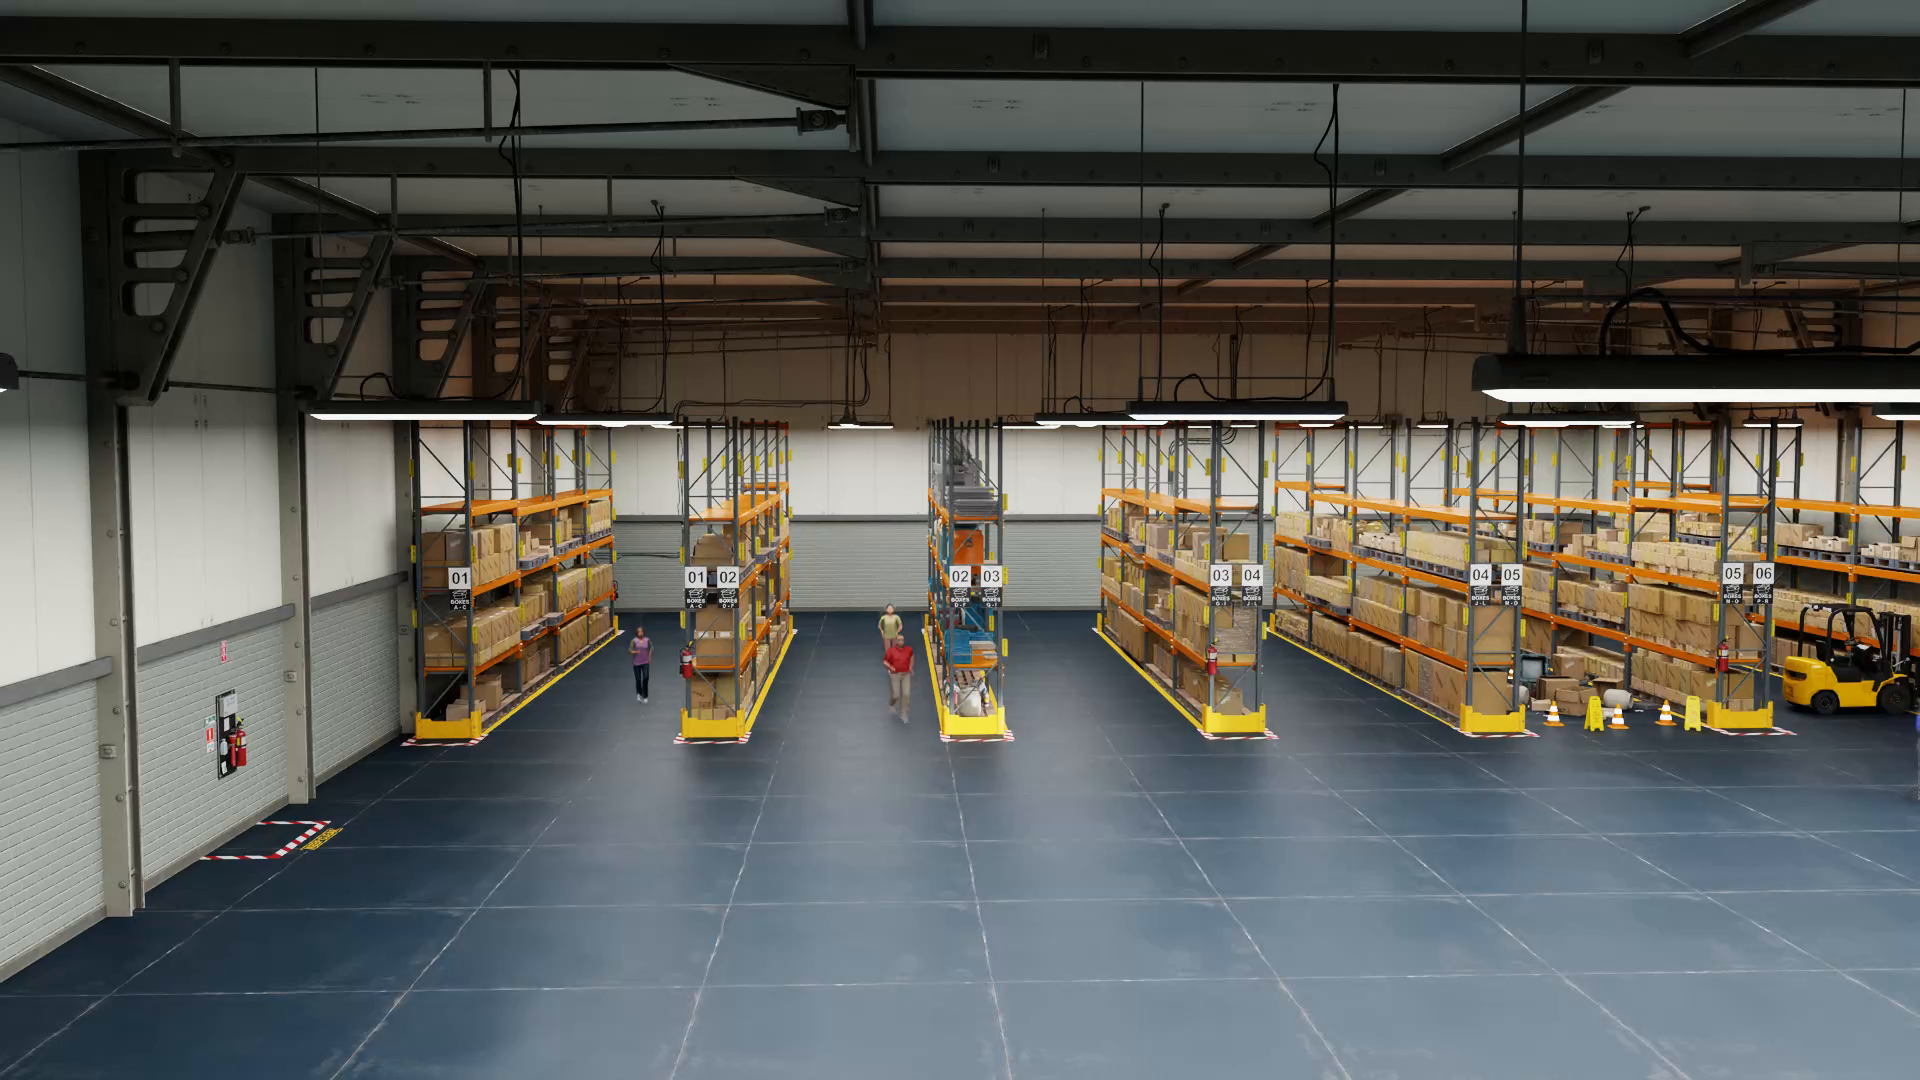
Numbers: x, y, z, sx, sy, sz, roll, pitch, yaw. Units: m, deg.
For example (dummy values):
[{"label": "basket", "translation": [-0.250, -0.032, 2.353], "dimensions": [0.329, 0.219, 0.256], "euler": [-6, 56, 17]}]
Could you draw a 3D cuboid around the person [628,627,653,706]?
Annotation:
[{"label": "person", "translation": [-6.705, 2.631, 34.945], "dimensions": [0.524, 1.635, 0.719], "euler": [-1, 4, -15]}]

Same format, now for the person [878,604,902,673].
[{"label": "person", "translation": [-1.664, 2.328, 39.571], "dimensions": [0.578, 1.619, 0.569], "euler": [0, 4, -3]}]

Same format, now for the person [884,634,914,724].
[{"label": "person", "translation": [-1.206, 2.720, 33.007], "dimensions": [0.648, 1.729, 0.922], "euler": [-1, 4, -14]}]
